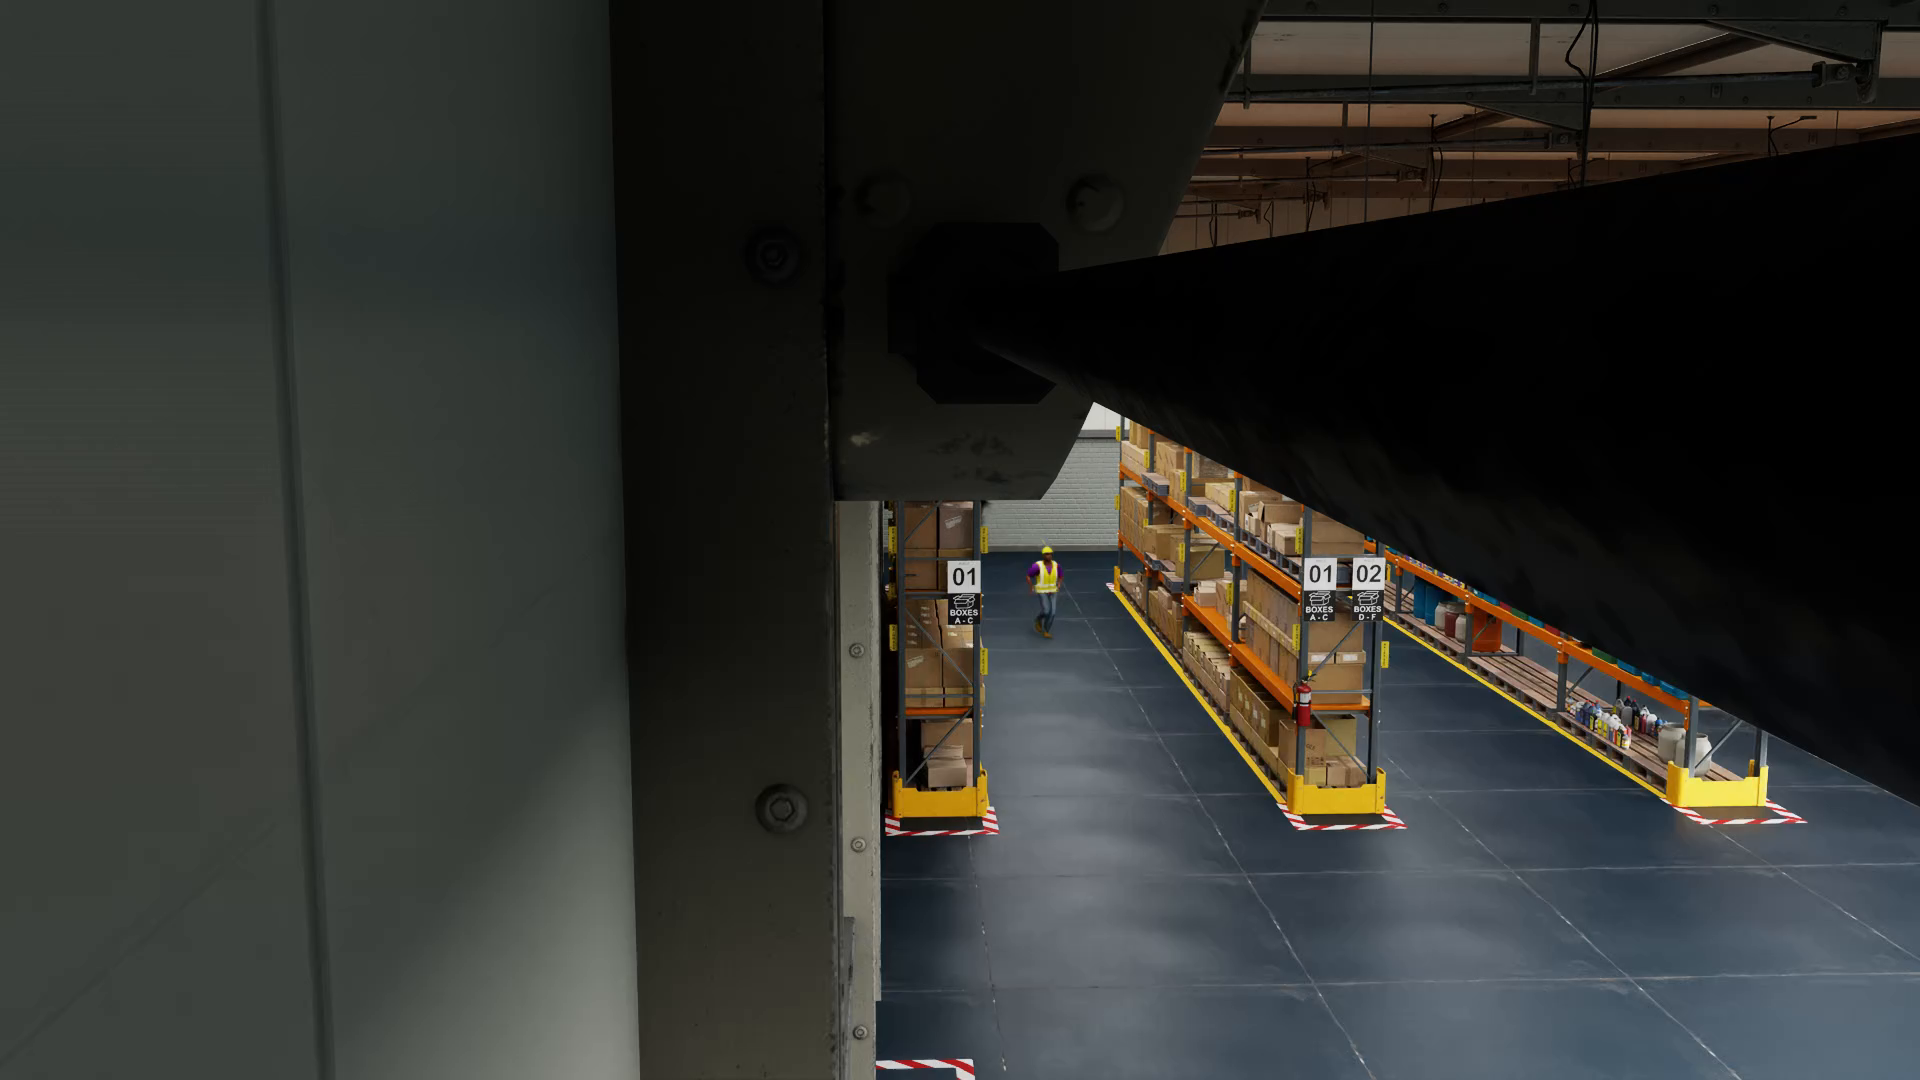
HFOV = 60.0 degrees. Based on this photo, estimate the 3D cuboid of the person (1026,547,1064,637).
[{"bbox_3d":[1.644,0.988,31.244,0.698,1.720,0.575,-3,9,-18],"label":"person"}]
